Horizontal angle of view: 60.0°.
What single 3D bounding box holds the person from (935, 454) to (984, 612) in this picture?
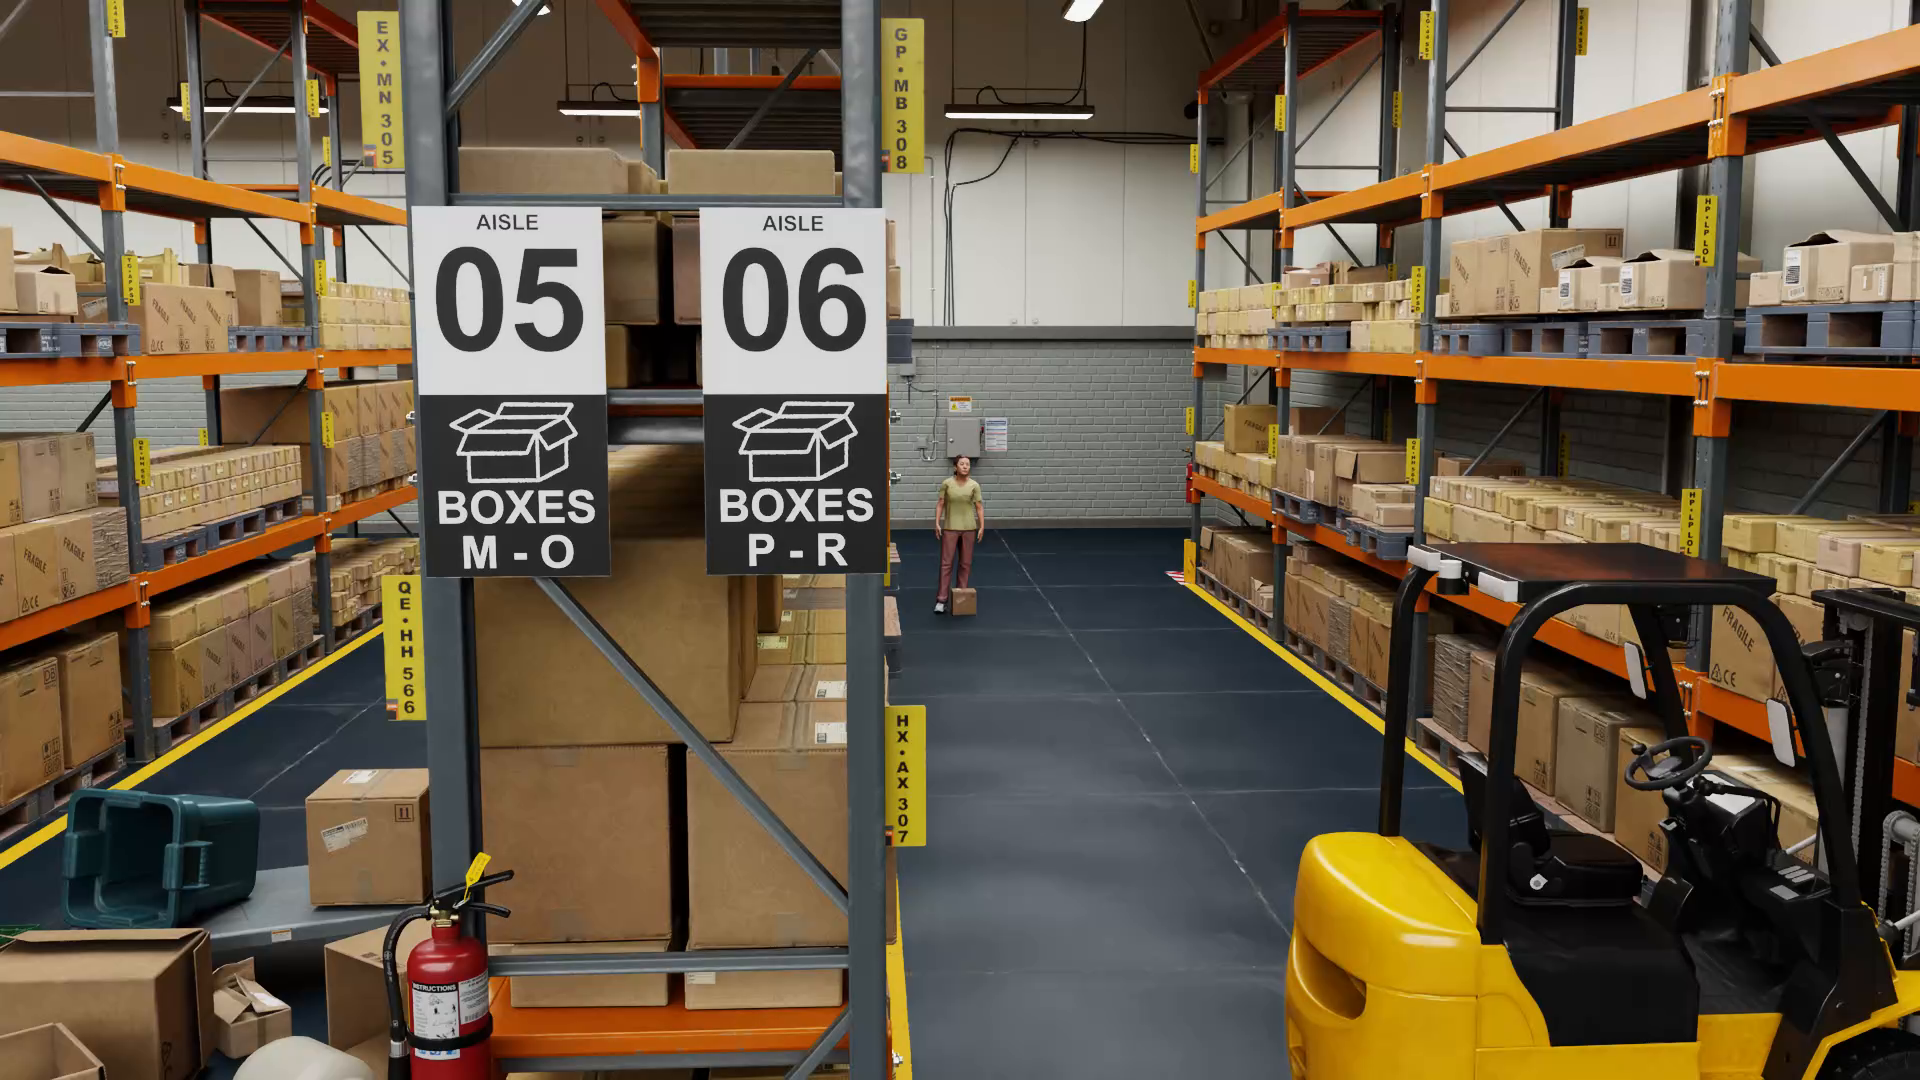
[{"bbox_3d":[-0.009,-0.084,17.869,0.553,1.675,0.549,0,7,-4],"label":"person"}]
